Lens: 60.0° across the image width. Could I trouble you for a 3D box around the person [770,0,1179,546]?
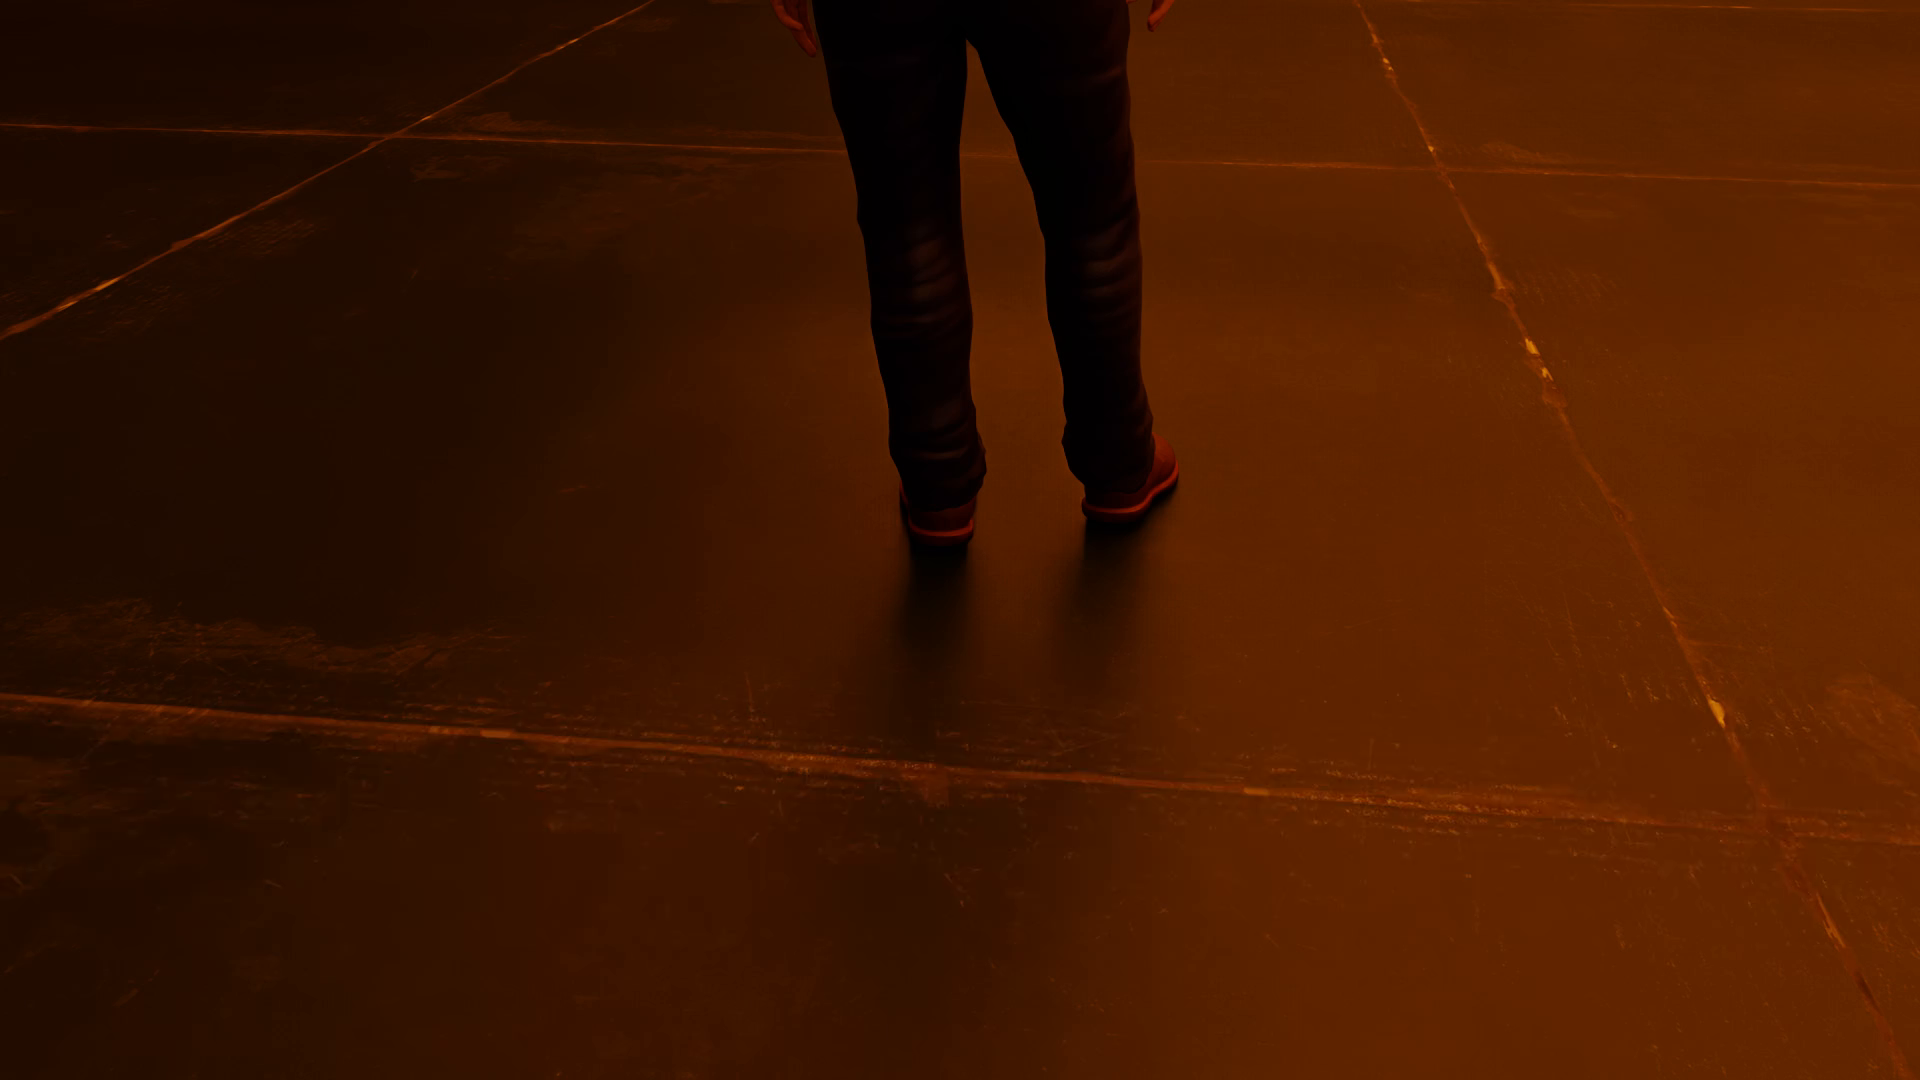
[{"bbox_3d":[0.035,-0.782,2.206,0.598,1.651,0.502,3,27,7],"label":"person"}]
